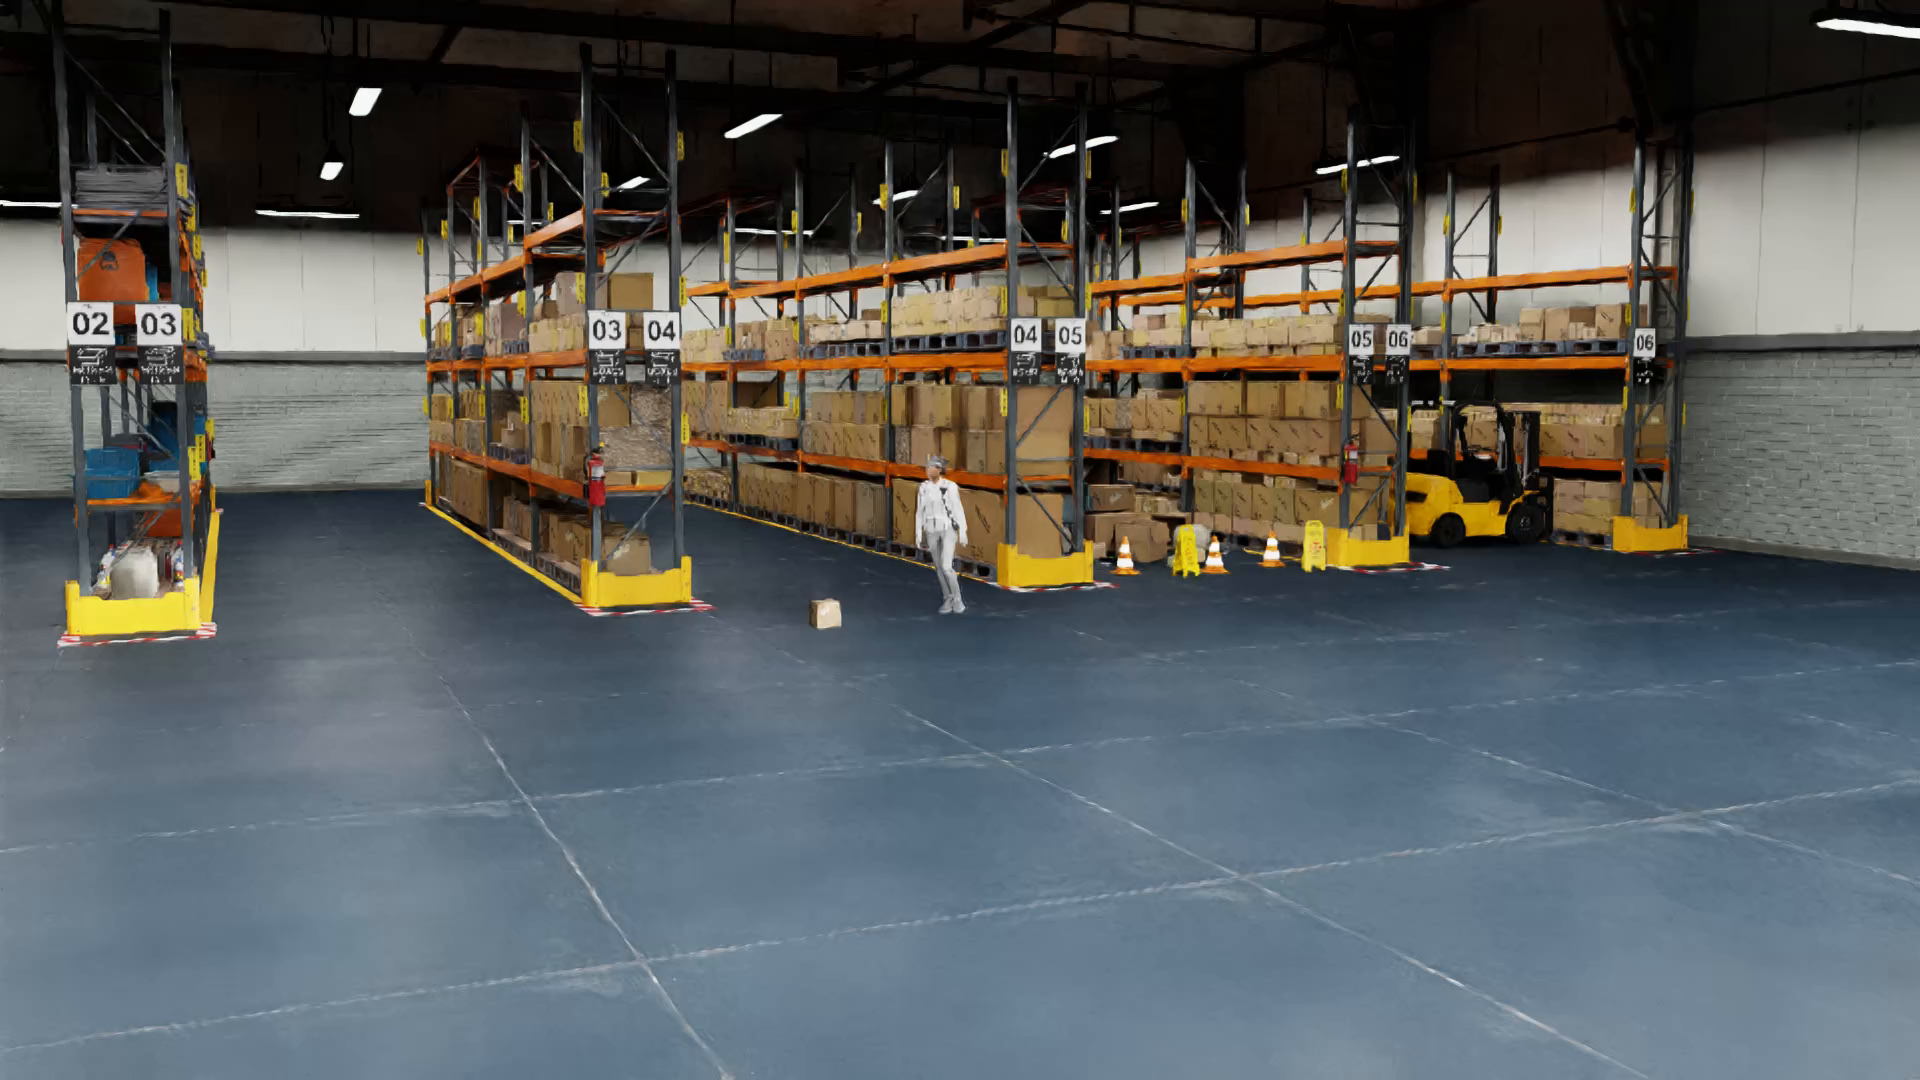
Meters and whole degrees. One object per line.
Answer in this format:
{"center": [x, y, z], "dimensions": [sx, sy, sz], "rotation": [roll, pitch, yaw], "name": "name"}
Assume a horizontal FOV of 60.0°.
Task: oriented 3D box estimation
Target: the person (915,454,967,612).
{"center": [-0.199, -0.071, 17.465], "dimensions": [0.577, 1.670, 0.436], "rotation": [3, 6, 28], "name": "person"}
